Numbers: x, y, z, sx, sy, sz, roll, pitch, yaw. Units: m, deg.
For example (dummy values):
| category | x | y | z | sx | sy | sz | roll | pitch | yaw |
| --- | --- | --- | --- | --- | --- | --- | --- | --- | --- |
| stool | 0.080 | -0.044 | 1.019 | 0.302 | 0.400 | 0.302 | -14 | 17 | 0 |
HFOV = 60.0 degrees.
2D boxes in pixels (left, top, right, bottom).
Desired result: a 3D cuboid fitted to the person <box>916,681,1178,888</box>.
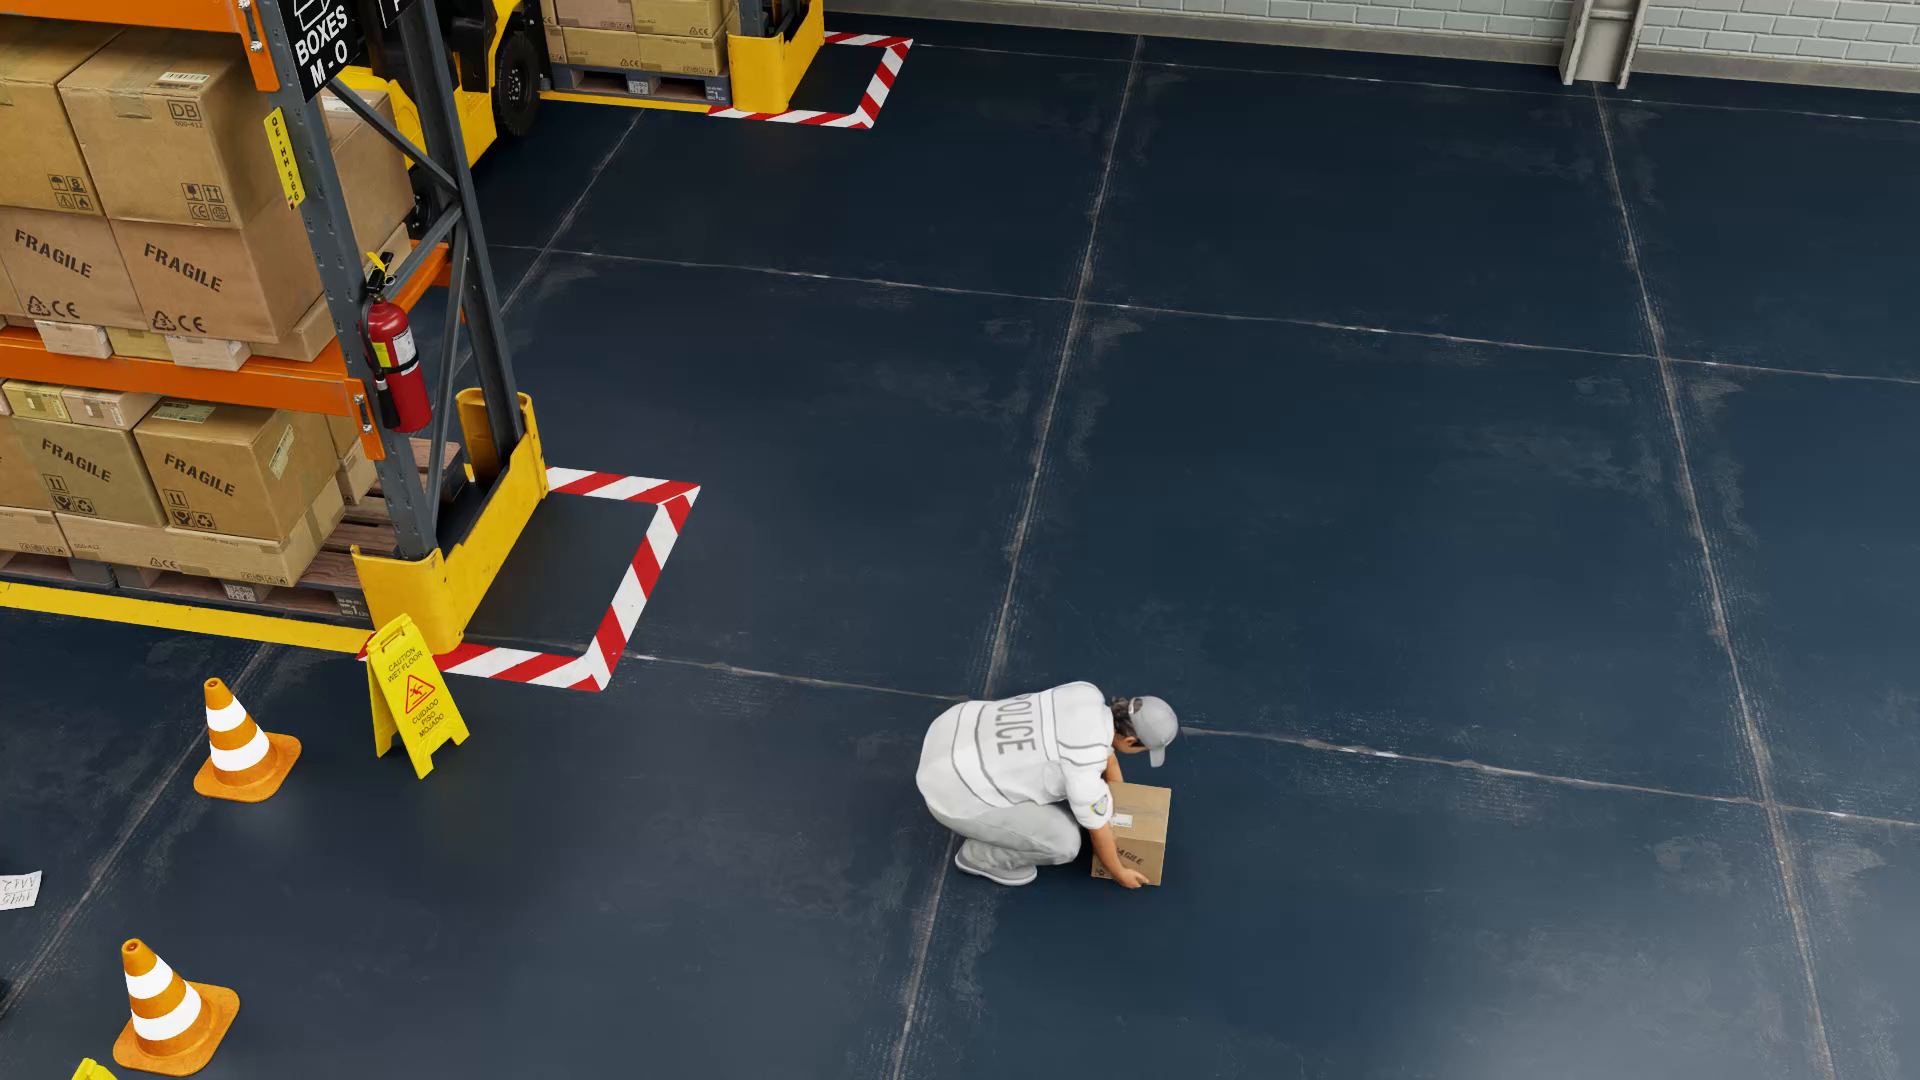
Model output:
| category | x | y | z | sx | sy | sz | roll | pitch | yaw |
| --- | --- | --- | --- | --- | --- | --- | --- | --- | --- |
| person | 0.299 | 0.855 | 5.896 | 0.886 | 0.808 | 0.514 | 6 | 41 | 7 |
